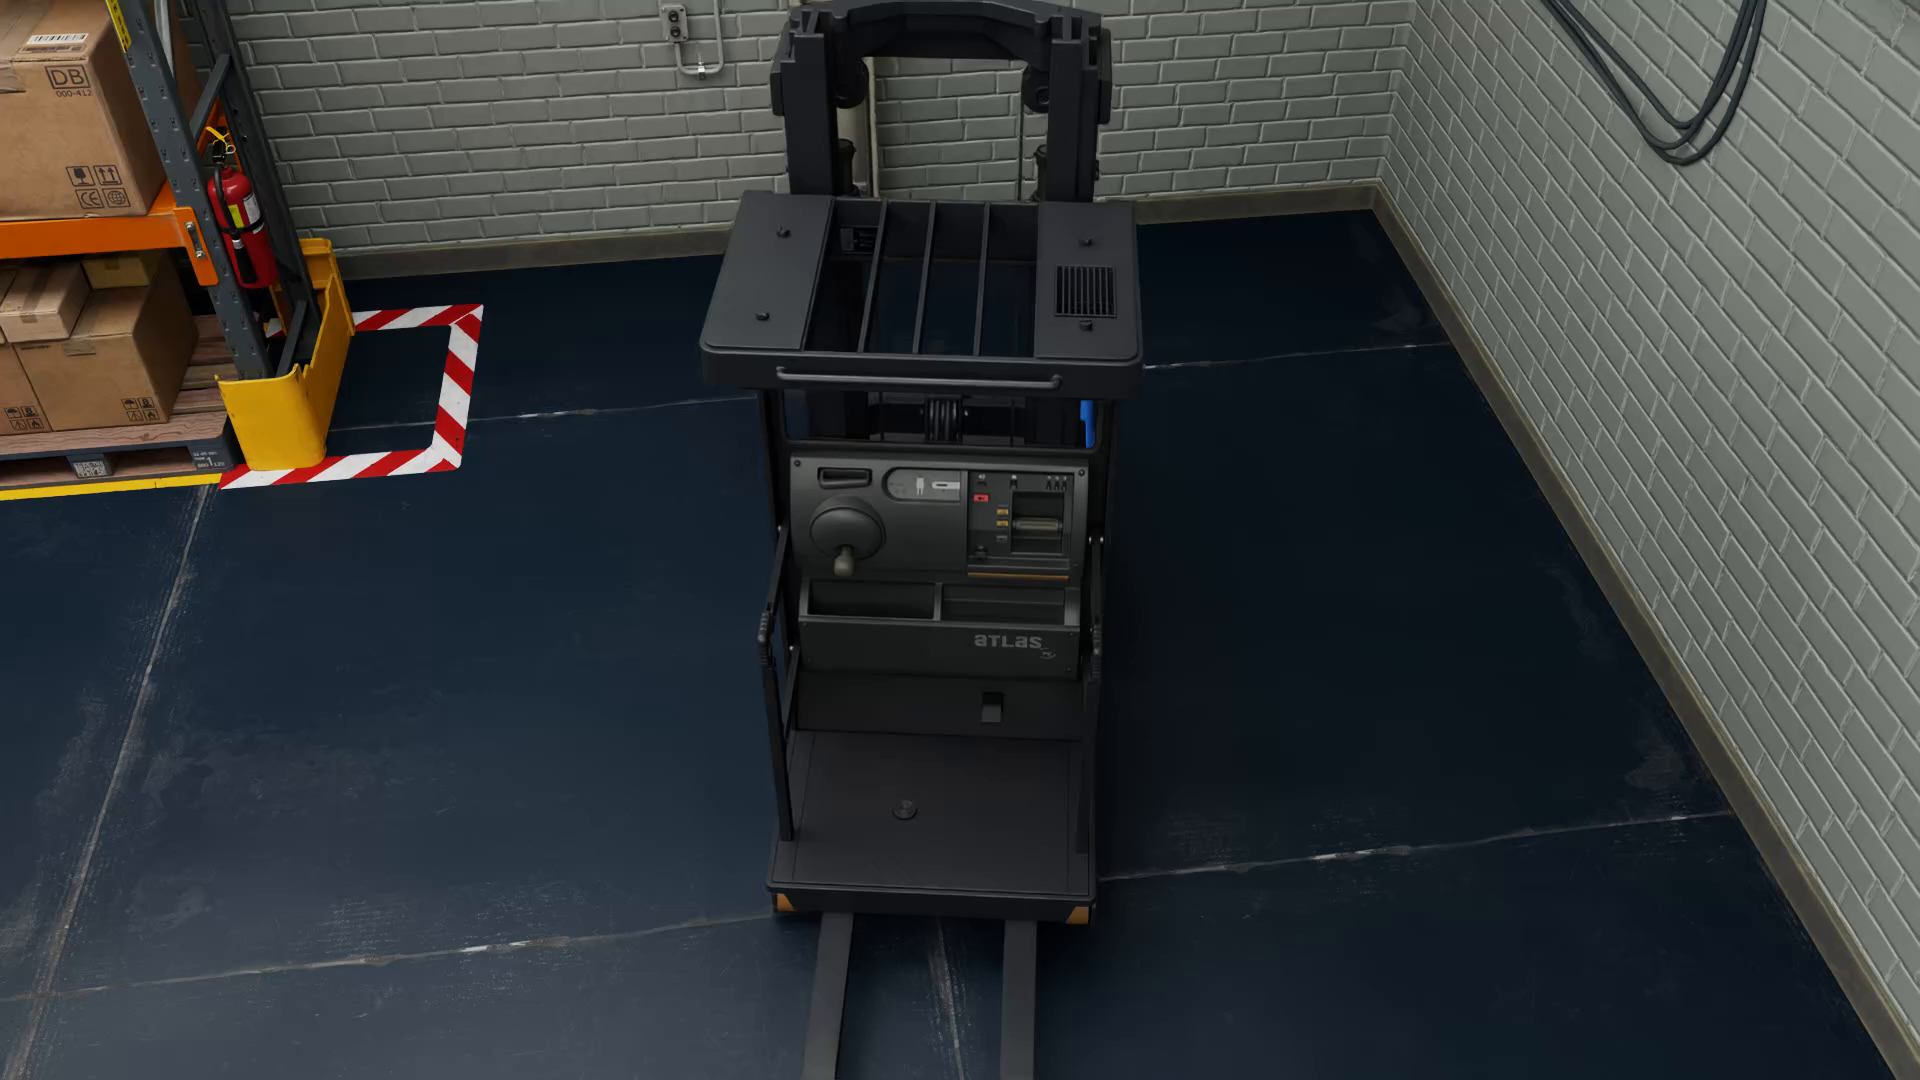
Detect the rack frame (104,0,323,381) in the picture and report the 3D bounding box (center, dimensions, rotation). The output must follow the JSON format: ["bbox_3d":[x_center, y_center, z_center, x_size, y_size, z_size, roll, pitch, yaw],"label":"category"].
[{"bbox_3d":[-3.193,-1.823,7.031,0.127,3.000,1.000,-5,42,-6],"label":"rack frame"}]

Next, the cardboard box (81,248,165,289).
[{"bbox_3d":[-3.776,-1.308,7.529,0.250,0.149,0.380,-5,42,-5],"label":"cardboard box"}]

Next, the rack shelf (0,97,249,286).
[{"bbox_3d":[-5.176,-1.382,7.080,4.000,0.370,1.077,-5,42,-6],"label":"rack shelf"}]

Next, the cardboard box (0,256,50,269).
[{"bbox_3d":[-4.278,-1.263,7.479,0.250,0.149,0.380,-5,42,-5],"label":"cardboard box"}]

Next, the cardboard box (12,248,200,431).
[{"bbox_3d":[-3.874,-0.923,7.587,0.500,0.500,0.700,-5,42,-6],"label":"cardboard box"}]

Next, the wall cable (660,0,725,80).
[{"bbox_3d":[-2.046,-2.939,7.511,1.851,1.984,0.084,-5,42,-6],"label":"wall cable"}]

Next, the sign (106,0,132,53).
[{"bbox_3d":[-3.136,-1.979,6.163,0.005,0.325,0.100,-5,42,-6],"label":"sign"}]

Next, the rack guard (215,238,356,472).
[{"bbox_3d":[-3.169,-0.897,7.871,0.348,0.500,1.175,-5,42,-6],"label":"rack guard"}]

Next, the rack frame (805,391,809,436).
[{"bbox_3d":[-0.599,-0.670,6.874,0.032,1.500,0.500,1,42,1],"label":"rack frame"}]

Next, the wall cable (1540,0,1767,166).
[{"bbox_3d":[2.462,-3.151,6.343,0.112,2.526,3.097,-5,42,-6],"label":"wall cable"}]

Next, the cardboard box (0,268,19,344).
[{"bbox_3d":[-4.231,-1.009,7.198,0.250,0.149,0.380,-4,42,-4],"label":"cardboard box"}]

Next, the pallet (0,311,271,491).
[{"bbox_3d":[-3.976,-0.666,7.831,1.213,0.211,1.003,-5,42,-6],"label":"pallet"}]

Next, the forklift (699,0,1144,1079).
[{"bbox_3d":[-0.075,0.014,5.046,1.130,2.935,3.031,2,42,2],"label":"forklift"}]

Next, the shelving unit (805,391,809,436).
[{"bbox_3d":[-0.082,-0.665,6.868,1.083,1.500,0.587,1,42,1],"label":"shelving unit"}]

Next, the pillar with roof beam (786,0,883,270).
[{"bbox_3d":[-0.070,-2.000,2.749,0.400,9.000,9.100,-5,42,-6],"label":"pillar with roof beam"}]

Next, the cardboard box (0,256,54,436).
[{"bbox_3d":[-4.370,-0.880,7.538,0.500,0.500,0.700,-5,42,-6],"label":"cardboard box"}]

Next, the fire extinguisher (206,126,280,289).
[{"bbox_3d":[-2.983,-1.362,6.857,0.183,0.674,0.296,-5,42,-6],"label":"fire extinguisher"}]

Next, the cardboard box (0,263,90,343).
[{"bbox_3d":[-3.978,-1.032,7.223,0.250,0.149,0.380,-5,42,-6],"label":"cardboard box"}]

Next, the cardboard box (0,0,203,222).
[{"bbox_3d":[-3.697,-1.883,6.874,0.700,0.700,0.980,-3,42,-4],"label":"cardboard box"}]
